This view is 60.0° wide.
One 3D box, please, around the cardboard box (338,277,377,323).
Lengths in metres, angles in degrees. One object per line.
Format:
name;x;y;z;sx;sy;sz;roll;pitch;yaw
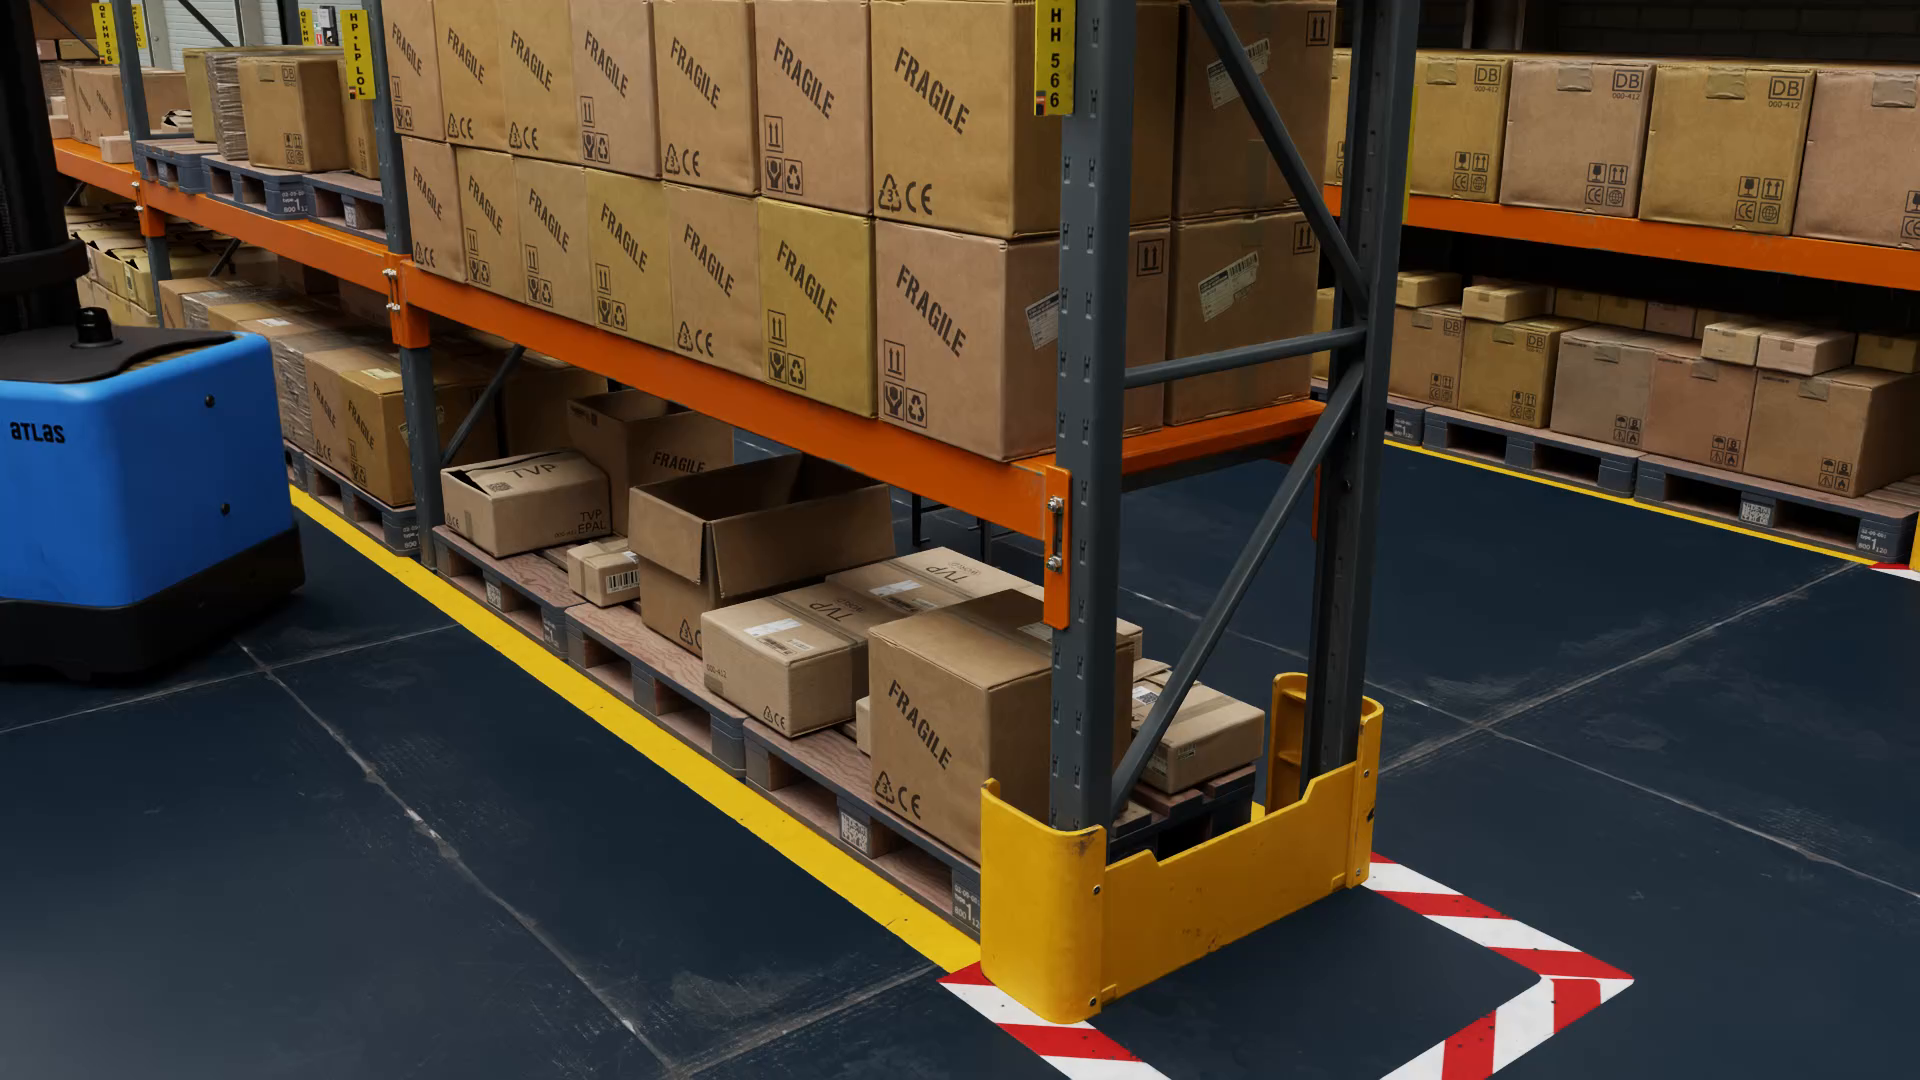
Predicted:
cardboard box;-2.890;-1.312;8.638;0.500;0.250;0.500;-15;23;-37

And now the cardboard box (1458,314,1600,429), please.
cardboard box;3.043;-0.922;8.685;0.700;0.500;0.500;-13;23;-35

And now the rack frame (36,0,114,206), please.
rack frame;-6.815;-3.369;12.765;1.000;3.000;0.127;-14;23;-36

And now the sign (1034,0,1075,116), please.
sign;0.188;-1.008;3.291;0.100;0.325;0.005;-14;23;-36

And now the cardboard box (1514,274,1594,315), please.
cardboard box;3.132;-1.299;8.792;0.380;0.149;0.250;-14;23;-36

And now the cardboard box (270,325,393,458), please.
cardboard box;-2.990;-0.733;8.080;0.500;0.500;0.500;-14;23;-35

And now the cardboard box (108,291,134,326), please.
cardboard box;-5.172;-1.486;10.783;0.500;0.250;0.500;-14;23;-37

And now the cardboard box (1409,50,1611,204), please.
cardboard box;2.806;-2.190;8.727;0.980;0.700;0.700;-15;23;-37

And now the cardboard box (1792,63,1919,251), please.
cardboard box;4.192;-1.646;7.084;0.980;0.700;0.700;-13;22;-34

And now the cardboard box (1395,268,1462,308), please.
cardboard box;2.487;-1.362;8.979;0.380;0.149;0.250;-13;22;-34

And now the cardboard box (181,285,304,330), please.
cardboard box;-3.943;-1.110;9.218;0.500;0.500;0.500;-15;24;-38

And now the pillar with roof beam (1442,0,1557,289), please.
pillar with roof beam;-0.229;-4.369;6.242;9.100;9.000;0.400;-14;23;-36

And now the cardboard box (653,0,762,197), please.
cardboard box;-0.496;-1.241;4.589;0.500;0.500;0.500;-13;22;-35

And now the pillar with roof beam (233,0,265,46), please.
pillar with roof beam;-15.130;-10.283;24.102;9.100;9.000;0.400;-14;23;-36

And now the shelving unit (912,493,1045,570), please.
shelving unit;0.103;-0.956;6.909;0.431;2.100;0.503;-14;23;-36

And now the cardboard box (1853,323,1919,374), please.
cardboard box;4.238;-0.862;7.469;0.380;0.149;0.250;-14;23;-36

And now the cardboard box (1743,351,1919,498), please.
cardboard box;4.004;-0.545;7.546;0.700;0.500;0.500;-14;23;-36

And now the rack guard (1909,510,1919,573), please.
rack guard;4.532;-0.187;7.132;1.175;0.500;0.348;-14;23;-36

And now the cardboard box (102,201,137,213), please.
cardboard box;-6.339;-2.485;12.910;0.500;0.311;0.500;-14;23;-36

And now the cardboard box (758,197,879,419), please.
cardboard box;-0.180;-0.644;4.376;0.500;0.500;0.500;-14;23;-36

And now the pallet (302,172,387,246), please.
pallet;-2.258;-1.525;7.500;1.003;0.211;1.213;-14;23;-36

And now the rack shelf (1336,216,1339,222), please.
rack shelf;0.791;-2.517;11.335;1.077;0.370;4.000;-14;23;-36

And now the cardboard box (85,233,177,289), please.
cardboard box;-5.488;-1.876;11.071;0.500;0.311;0.500;-14;23;-36

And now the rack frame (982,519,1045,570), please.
rack frame;0.254;-0.896;6.728;0.400;2.100;0.015;-14;23;-36

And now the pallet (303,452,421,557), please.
pallet;-2.382;-0.267;7.833;1.003;0.211;1.213;-14;23;-36

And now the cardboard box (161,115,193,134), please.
cardboard box;-4.523;-2.439;10.098;0.500;0.311;0.500;-12;22;-33

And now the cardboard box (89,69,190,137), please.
cardboard box;-5.386;-2.841;11.011;0.500;0.500;0.500;-16;24;-39

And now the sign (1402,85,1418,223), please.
sign;1.061;-0.929;4.018;0.100;0.325;0.005;-14;23;-36

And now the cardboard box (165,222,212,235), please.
cardboard box;-5.393;-2.110;11.778;0.500;0.311;0.500;-14;23;-37

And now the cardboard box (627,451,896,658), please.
cardboard box;-0.677;0.041;5.739;0.797;0.503;0.637;-14;23;-36

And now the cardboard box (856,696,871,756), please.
cardboard box;-0.076;0.521;4.825;0.380;0.166;0.250;-14;23;-36

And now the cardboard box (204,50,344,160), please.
cardboard box;-3.434;-2.234;8.511;0.700;0.500;0.500;-9;20;-26

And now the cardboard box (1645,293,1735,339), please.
cardboard box;3.609;-1.110;8.221;0.380;0.149;0.250;-14;23;-35

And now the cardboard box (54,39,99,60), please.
cardboard box;-6.830;-3.828;12.961;0.380;0.149;0.250;-14;23;-36

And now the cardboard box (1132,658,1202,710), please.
cardboard box;0.490;0.492;4.911;0.380;0.166;0.250;-14;23;-36

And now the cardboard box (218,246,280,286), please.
cardboard box;-4.426;-1.730;10.629;0.500;0.311;0.500;-13;22;-34

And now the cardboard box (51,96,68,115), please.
cardboard box;-6.475;-3.185;12.447;0.500;0.250;0.500;-12;22;-33

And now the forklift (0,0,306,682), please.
forklift;-4.180;-1.129;6.110;3.031;2.935;1.130;4;19;13

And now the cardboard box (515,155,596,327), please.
cardboard box;-1.115;-1.017;5.503;0.500;0.500;0.500;-14;23;-36

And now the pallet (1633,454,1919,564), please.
pallet;3.959;-0.238;7.744;1.003;0.211;1.213;-14;23;-36

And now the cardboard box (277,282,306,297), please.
cardboard box;-3.566;-1.221;9.554;0.500;0.500;0.500;-13;22;-34

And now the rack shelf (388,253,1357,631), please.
rack shelf;-0.606;-0.563;5.436;1.077;0.370;4.000;-14;23;-36

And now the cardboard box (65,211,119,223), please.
cardboard box;-6.447;-2.254;12.213;0.500;0.311;0.500;-14;23;-37

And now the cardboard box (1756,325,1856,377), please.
cardboard box;3.781;-0.849;7.432;0.380;0.149;0.250;-14;23;-37

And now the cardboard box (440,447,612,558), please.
cardboard box;-1.757;-0.184;6.725;0.500;0.311;0.500;-14;23;-36

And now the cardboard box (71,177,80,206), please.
cardboard box;-7.174;-2.916;13.910;0.500;0.500;0.500;-14;23;-36

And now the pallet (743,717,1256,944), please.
pallet;0.093;0.697;4.922;1.003;0.211;1.213;-14;23;-36

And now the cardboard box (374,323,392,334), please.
cardboard box;-2.601;-0.840;8.405;0.500;0.500;0.500;-14;23;-35

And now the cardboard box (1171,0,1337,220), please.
cardboard box;0.567;-1.095;4.147;0.500;0.500;0.500;-13;22;-34

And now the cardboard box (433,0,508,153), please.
cardboard box;-1.455;-1.622;5.738;0.500;0.500;0.500;-15;23;-38
